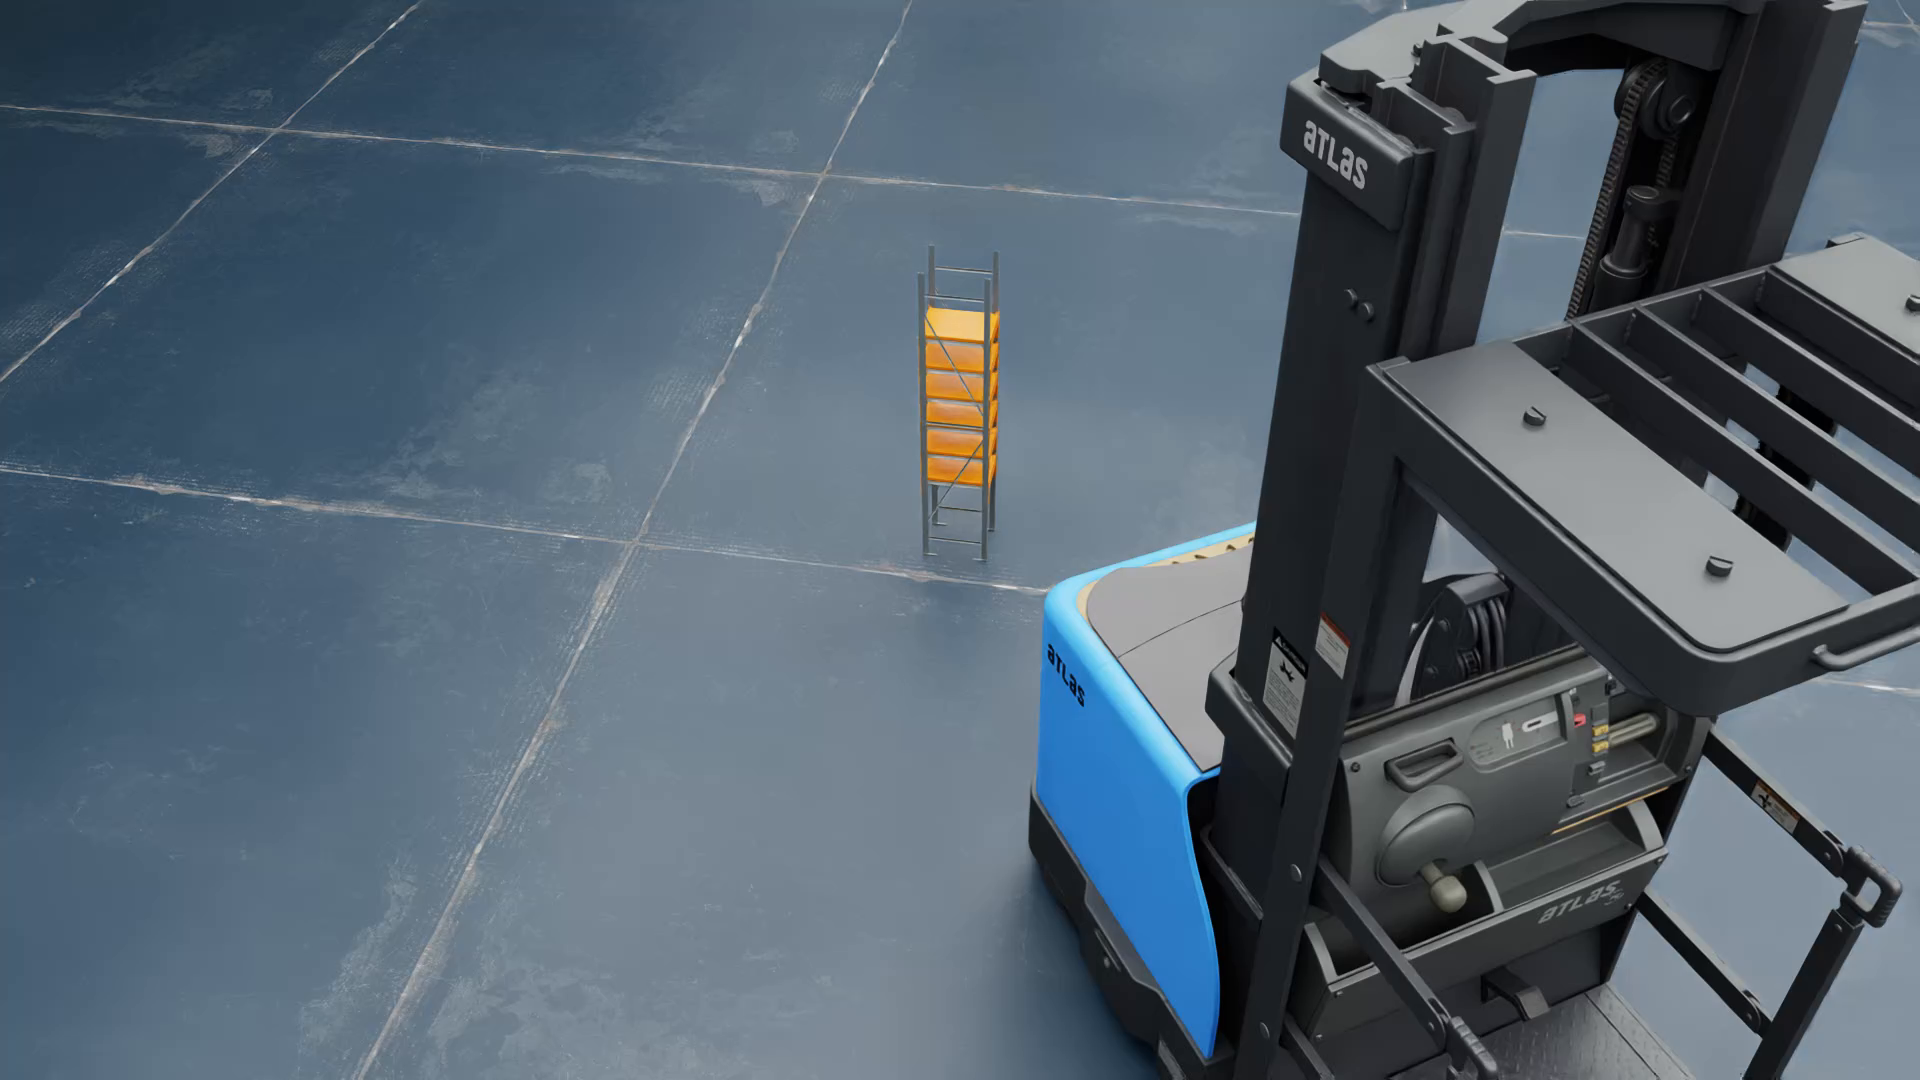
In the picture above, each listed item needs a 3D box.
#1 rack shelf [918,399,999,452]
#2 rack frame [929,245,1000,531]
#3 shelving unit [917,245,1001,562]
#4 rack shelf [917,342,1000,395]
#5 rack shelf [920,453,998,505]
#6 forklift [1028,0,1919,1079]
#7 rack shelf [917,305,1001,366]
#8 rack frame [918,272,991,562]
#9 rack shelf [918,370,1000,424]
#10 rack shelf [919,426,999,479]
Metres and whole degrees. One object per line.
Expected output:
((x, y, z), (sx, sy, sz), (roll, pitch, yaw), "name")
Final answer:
((-0.002, -0.419, 5.885), (0.258, 0.103, 0.180), (6, 40, 8), "rack shelf")
((0.013, -0.511, 5.926), (0.240, 1.200, 0.006), (6, 40, 8), "rack frame")
((-0.002, -0.453, 5.857), (0.258, 1.200, 0.189), (6, 40, 8), "shelving unit")
((-0.002, -0.604, 5.732), (0.258, 0.103, 0.180), (6, 40, 8), "rack shelf")
((-0.003, -0.234, 6.038), (0.258, 0.103, 0.180), (6, 40, 8), "rack shelf")
((1.273, 0.546, 3.289), (1.130, 2.935, 3.031), (-16, 42, -18), "forklift")
((-0.002, -0.697, 5.656), (0.258, 0.103, 0.180), (6, 40, 8), "rack shelf")
((-0.018, -0.396, 5.787), (0.240, 1.200, 0.006), (6, 40, 8), "rack frame")
((-0.002, -0.512, 5.809), (0.258, 0.103, 0.180), (6, 40, 8), "rack shelf")
((-0.002, -0.327, 5.961), (0.258, 0.103, 0.180), (6, 40, 8), "rack shelf")
